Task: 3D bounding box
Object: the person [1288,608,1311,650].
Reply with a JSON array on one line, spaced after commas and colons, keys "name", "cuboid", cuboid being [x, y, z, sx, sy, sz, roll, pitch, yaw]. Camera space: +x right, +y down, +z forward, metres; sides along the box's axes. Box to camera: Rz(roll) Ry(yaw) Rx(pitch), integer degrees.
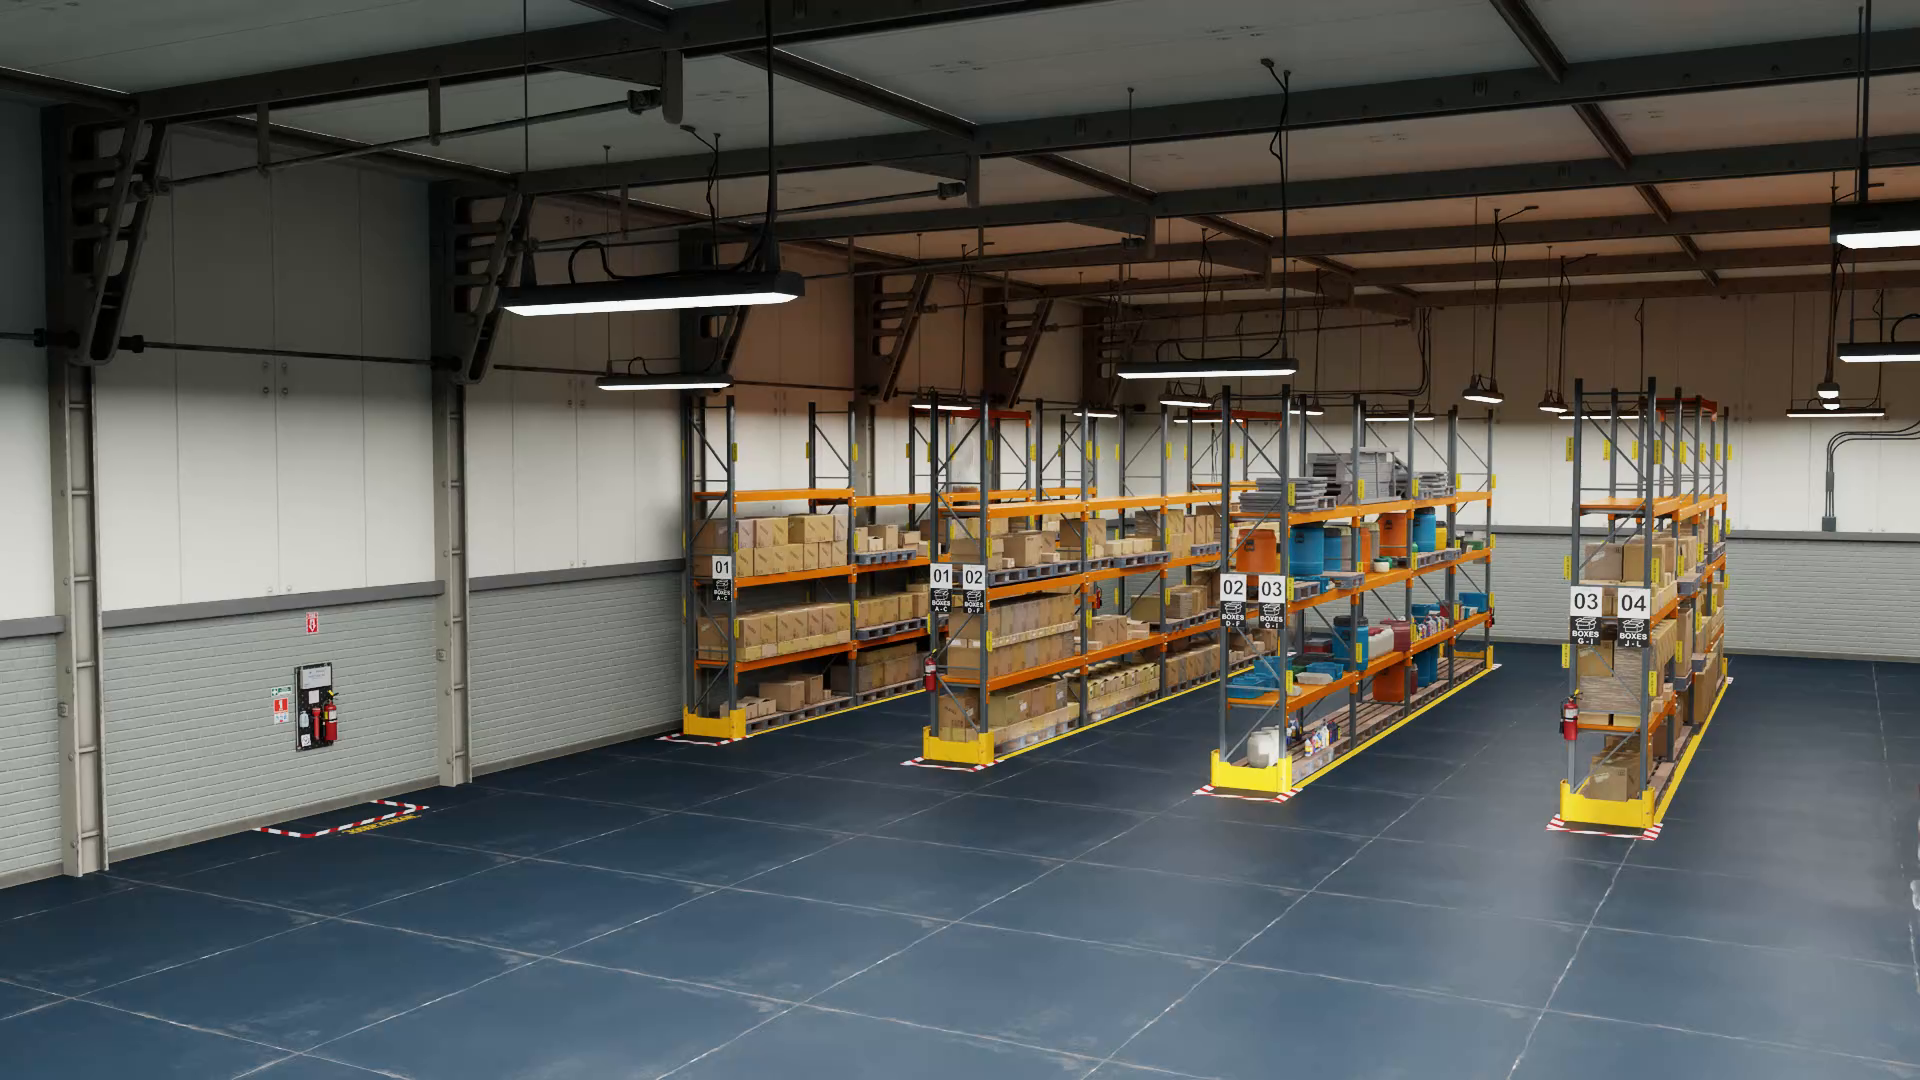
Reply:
[{"name": "person", "cuboid": [8.426, 1.986, 41.706, 0.677, 1.783, 0.803, -2, 3, -30]}]
